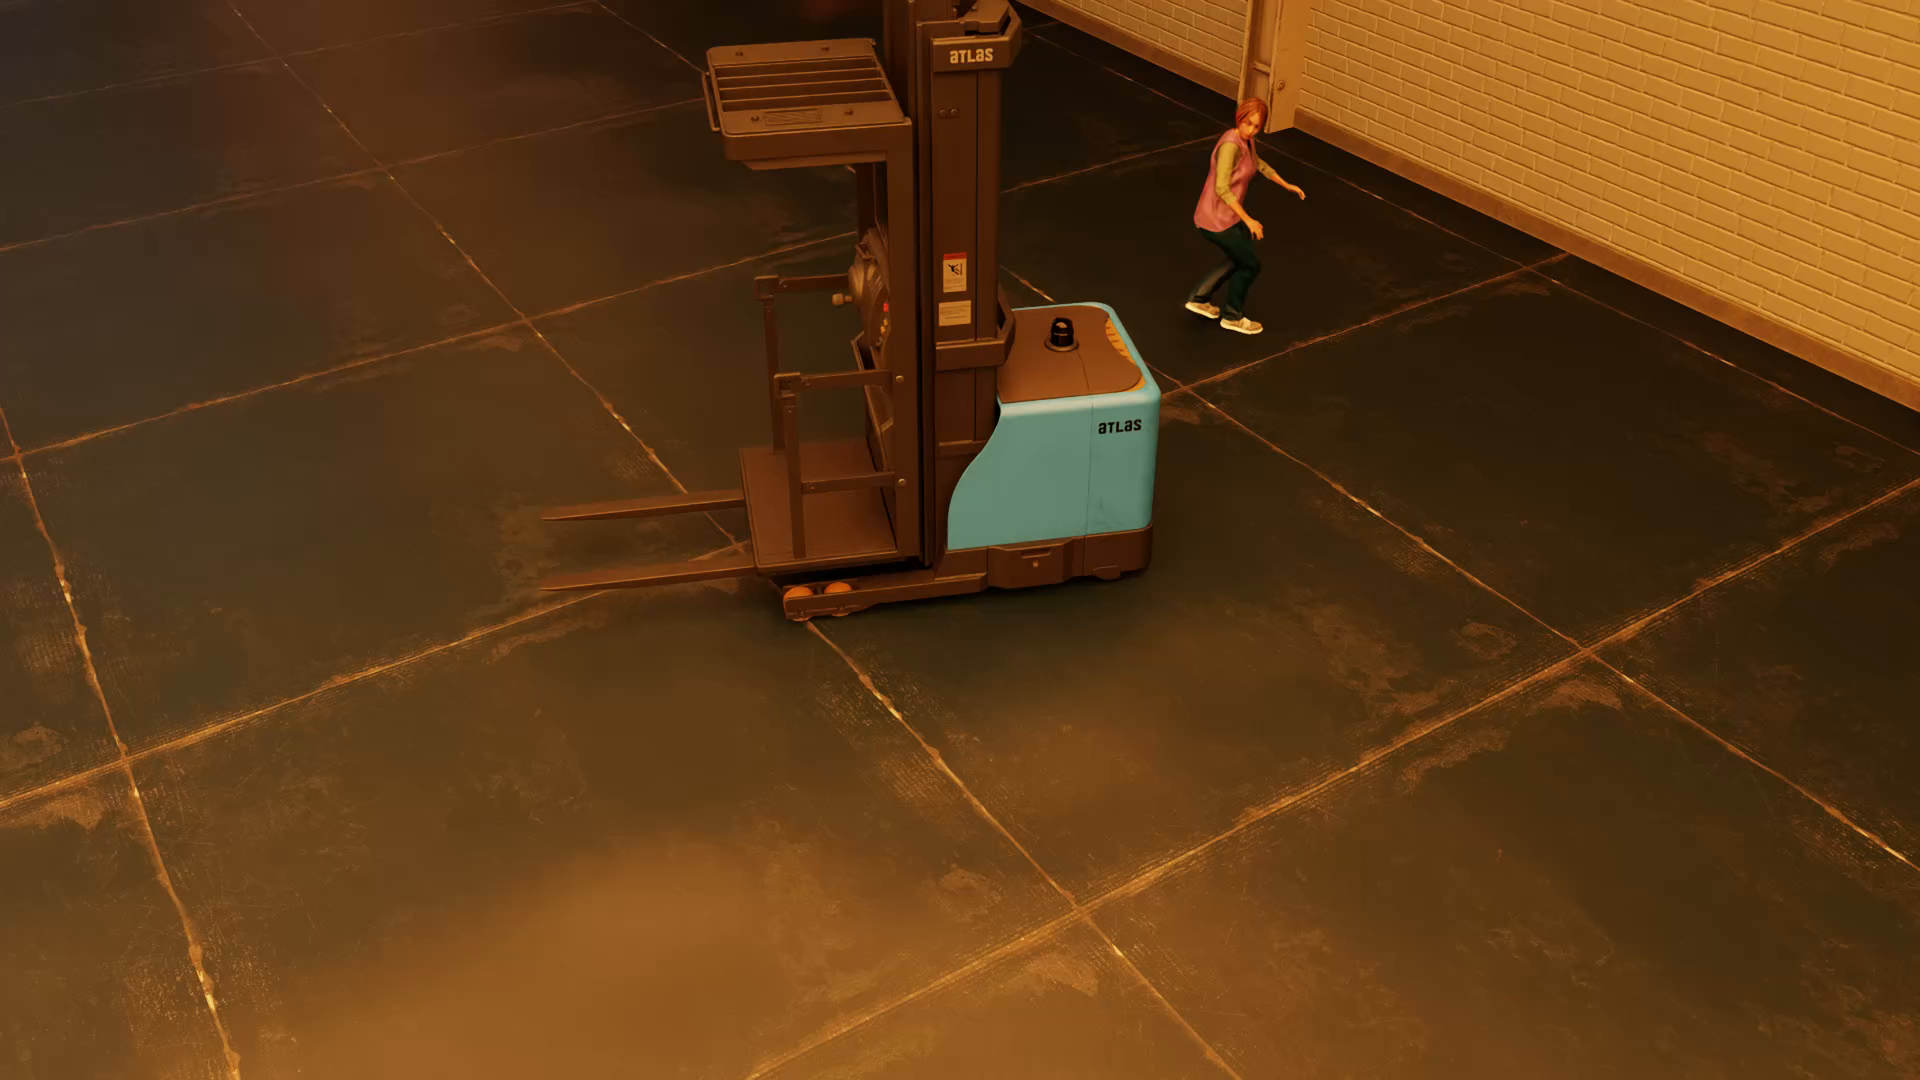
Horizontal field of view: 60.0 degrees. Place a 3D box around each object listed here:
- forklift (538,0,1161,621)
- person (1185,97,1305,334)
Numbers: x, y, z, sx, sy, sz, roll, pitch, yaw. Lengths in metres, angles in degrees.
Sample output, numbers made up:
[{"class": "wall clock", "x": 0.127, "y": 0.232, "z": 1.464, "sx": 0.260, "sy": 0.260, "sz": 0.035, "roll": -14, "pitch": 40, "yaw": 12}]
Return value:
[{"class": "forklift", "x": -0.599, "y": -1.134, "z": 7.761, "sx": 3.031, "sy": 2.935, "sz": 1.130, "roll": -6, "pitch": 36, "yaw": -9}, {"class": "person", "x": 1.764, "y": -1.957, "z": 10.179, "sx": 0.672, "sy": 1.505, "sz": 0.694, "roll": 5, "pitch": 35, "yaw": 7}]
